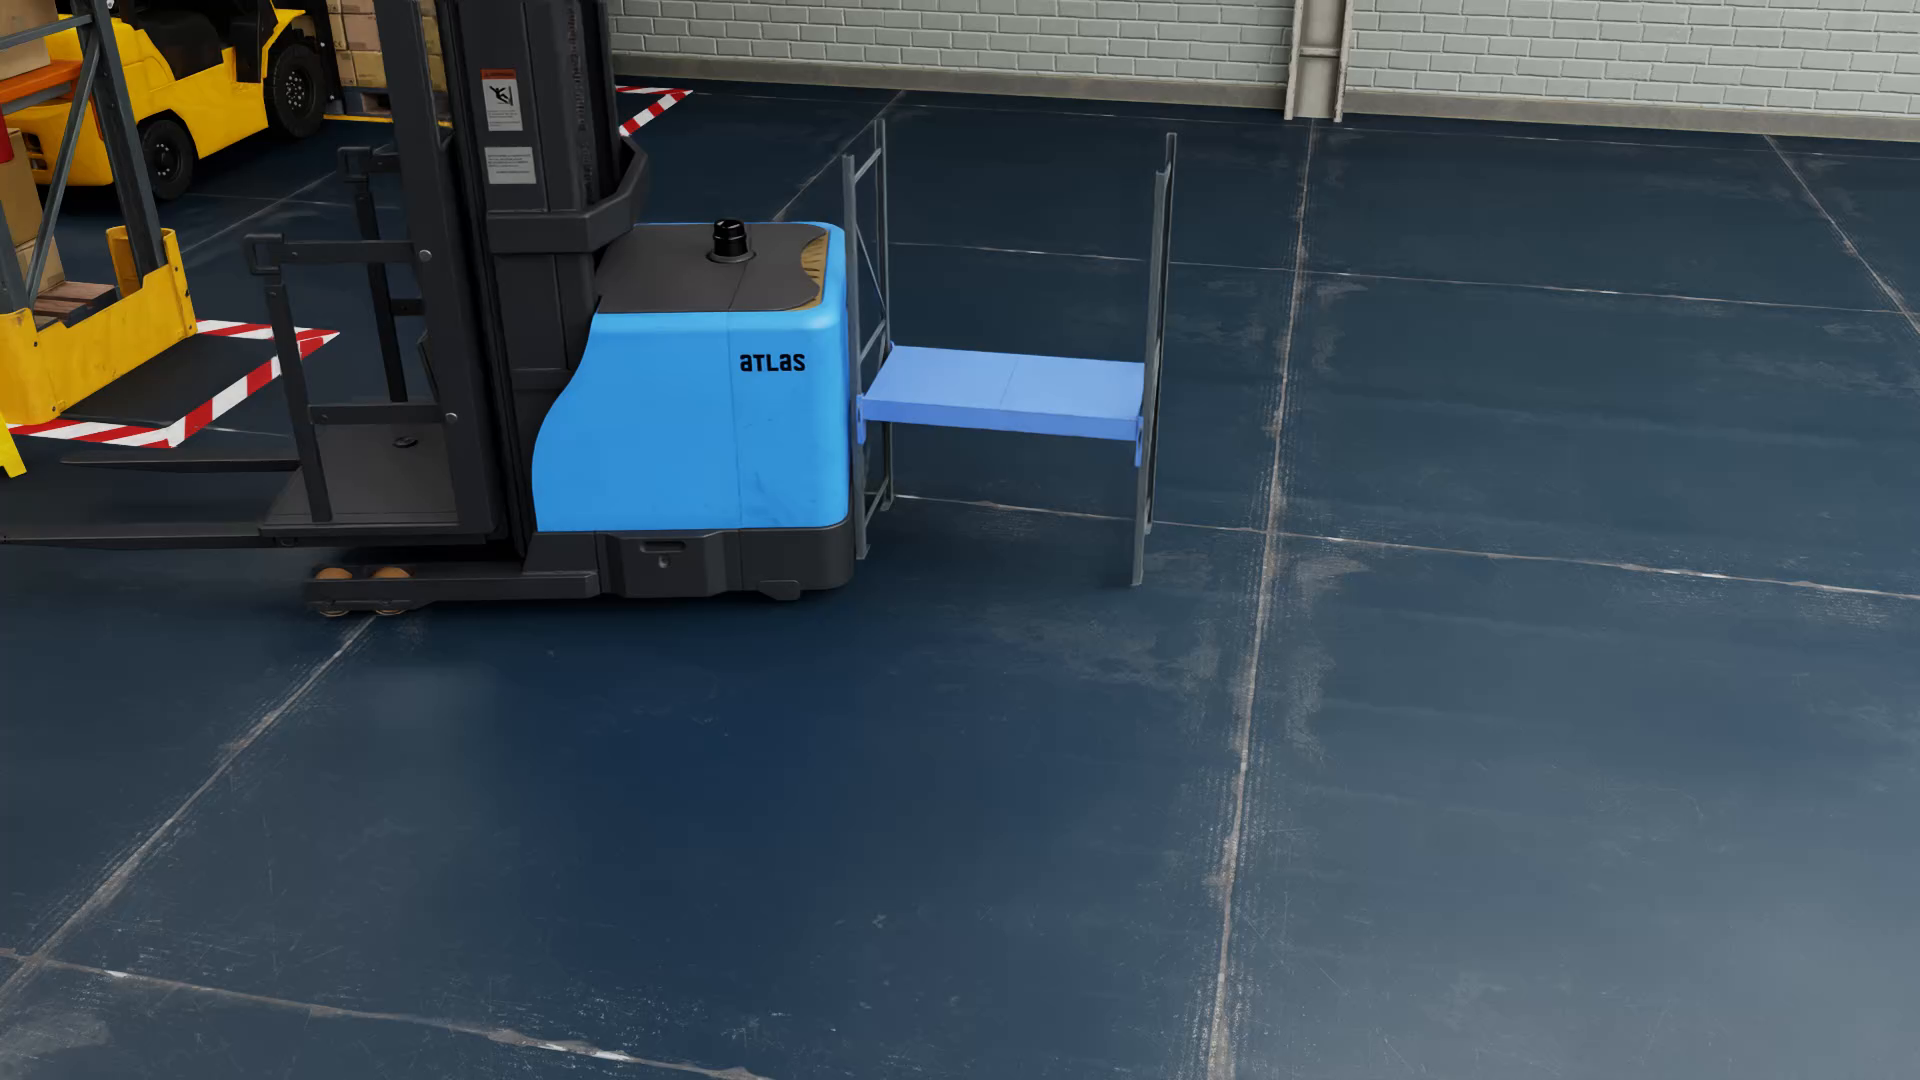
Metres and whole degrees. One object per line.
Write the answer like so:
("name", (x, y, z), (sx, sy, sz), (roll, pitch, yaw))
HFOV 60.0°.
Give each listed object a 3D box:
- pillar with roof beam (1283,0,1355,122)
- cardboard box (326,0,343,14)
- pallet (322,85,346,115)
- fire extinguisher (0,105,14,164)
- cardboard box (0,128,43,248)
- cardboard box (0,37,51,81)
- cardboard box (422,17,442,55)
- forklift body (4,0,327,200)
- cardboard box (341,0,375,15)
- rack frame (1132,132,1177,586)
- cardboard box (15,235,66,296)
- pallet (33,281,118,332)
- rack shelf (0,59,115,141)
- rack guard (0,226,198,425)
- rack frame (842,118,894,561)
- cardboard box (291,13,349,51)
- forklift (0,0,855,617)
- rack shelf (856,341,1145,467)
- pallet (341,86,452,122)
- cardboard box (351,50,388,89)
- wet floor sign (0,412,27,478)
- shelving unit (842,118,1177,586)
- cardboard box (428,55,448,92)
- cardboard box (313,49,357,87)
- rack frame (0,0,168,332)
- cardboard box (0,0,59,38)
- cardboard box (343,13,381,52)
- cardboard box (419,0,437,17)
("pillar with roof beam", (1.589, -4.920, 5.865), (0.400, 9.000, 9.100), (6, 29, 11))
("cardboard box", (-4.398, -3.829, 11.506), (0.500, 0.250, 0.500), (6, 29, 11))
("pallet", (-4.833, -3.376, 12.196), (1.213, 0.211, 1.003), (6, 29, 11))
("fire extinguisher", (-3.904, -1.825, 6.541), (0.183, 0.674, 0.296), (6, 29, 11))
("cardboard box", (-4.674, -1.607, 7.707), (0.500, 0.500, 0.500), (5, 29, 9))
("cardboard box", (-4.208, -2.108, 7.239), (0.250, 0.149, 0.380), (6, 29, 11))
("cardboard box", (-3.428, -3.518, 11.457), (0.500, 0.250, 0.500), (5, 29, 10))
("forklift body", (-5.122, -3.380, 10.183), (1.214, 2.155, 2.313), (6, 29, 11))
("cardboard box", (-3.903, -3.783, 11.422), (0.500, 0.250, 0.500), (6, 29, 11))
("rack frame", (0.676, -0.611, 5.805), (0.032, 1.500, 0.500), (5, 29, 9))
("cardboard box", (-4.651, -1.276, 7.883), (0.500, 0.250, 0.500), (6, 29, 10))
("pallet", (-4.781, -0.970, 7.801), (1.213, 0.211, 1.003), (6, 29, 11))
("rack shelf", (-5.875, -1.972, 7.477), (4.000, 0.370, 1.077), (6, 29, 11))
("rack guard", (-3.994, -0.998, 7.553), (0.348, 0.500, 1.175), (6, 29, 11))
("rack frame", (-0.323, -0.701, 5.969), (0.032, 1.500, 0.500), (5, 29, 9))
("cardboard box", (-4.425, -3.615, 11.635), (0.500, 0.250, 0.500), (5, 29, 9))
("forklift", (-1.906, -1.279, 5.534), (3.031, 2.935, 1.130), (-1, 29, -2))
("rack shelf", (0.177, -0.499, 5.973), (1.000, 0.185, 0.538), (5, 29, 9))
("pallet", (-3.643, -3.252, 11.971), (1.213, 0.211, 1.003), (6, 29, 11))
("cardboard box", (-3.896, -3.350, 11.671), (0.500, 0.250, 0.500), (6, 29, 11))
("wet floor sign", (-3.957, -0.533, 6.551), (0.232, 0.644, 0.267), (17, 33, 28))
("shelving unit", (0.177, -0.656, 5.887), (1.048, 1.500, 0.538), (5, 29, 9))
("cardboard box", (-3.412, -3.295, 11.571), (0.500, 0.250, 0.500), (6, 29, 11))
("cardboard box", (-4.384, -3.404, 11.770), (0.500, 0.250, 0.500), (6, 29, 11))
("rack frame", (-3.919, -2.087, 6.938), (0.127, 3.000, 1.000), (6, 29, 11))
("cardboard box", (-4.325, -2.439, 7.168), (0.500, 0.500, 0.500), (5, 29, 10))
("cardboard box", (-3.916, -3.573, 11.558), (0.500, 0.250, 0.500), (6, 29, 10))
("cardboard box", (-3.402, -3.735, 11.333), (0.500, 0.250, 0.500), (7, 29, 12))
